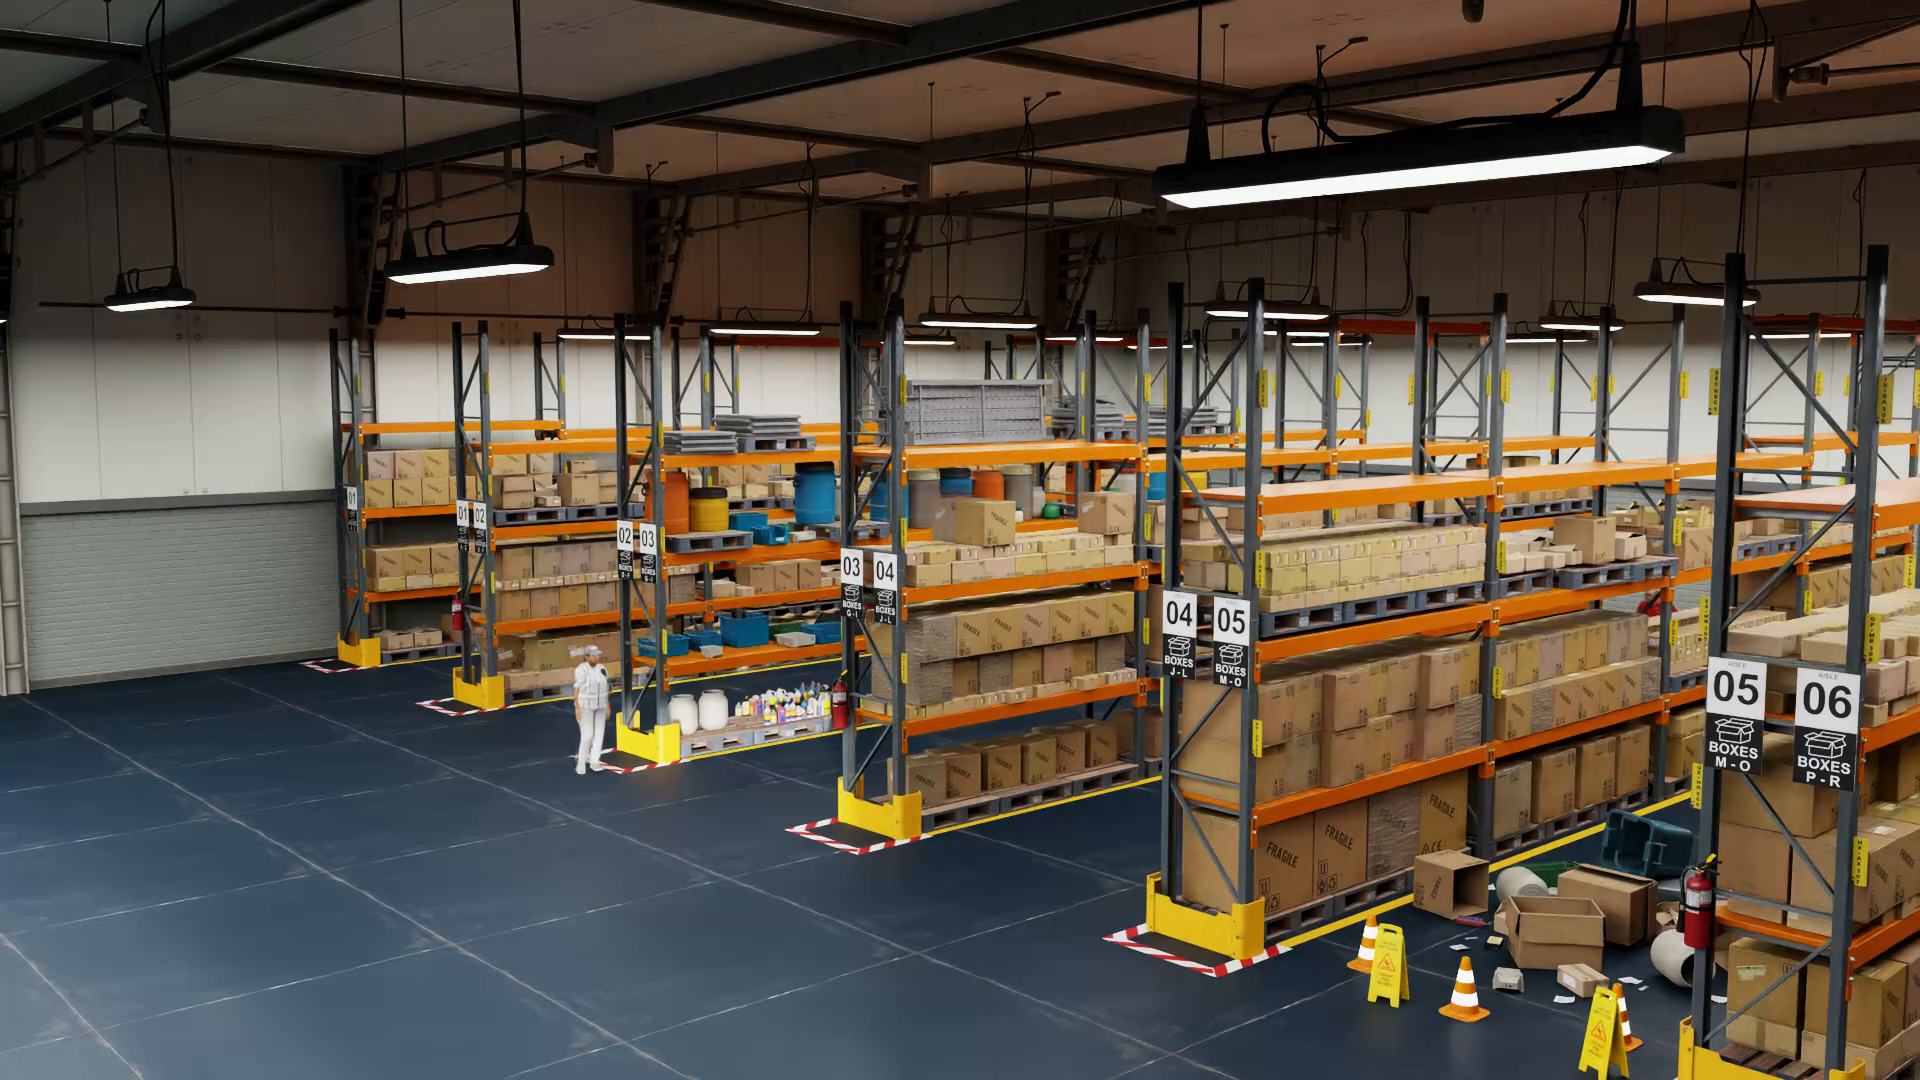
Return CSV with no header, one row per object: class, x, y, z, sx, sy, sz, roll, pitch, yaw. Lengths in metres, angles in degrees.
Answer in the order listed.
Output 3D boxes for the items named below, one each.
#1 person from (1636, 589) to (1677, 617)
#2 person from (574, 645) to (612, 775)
person,11.683,1.604,27.864,0.728,1.636,0.691,-4,7,-34
person,-4.766,2.203,21.624,0.507,1.684,0.414,-5,8,-42
